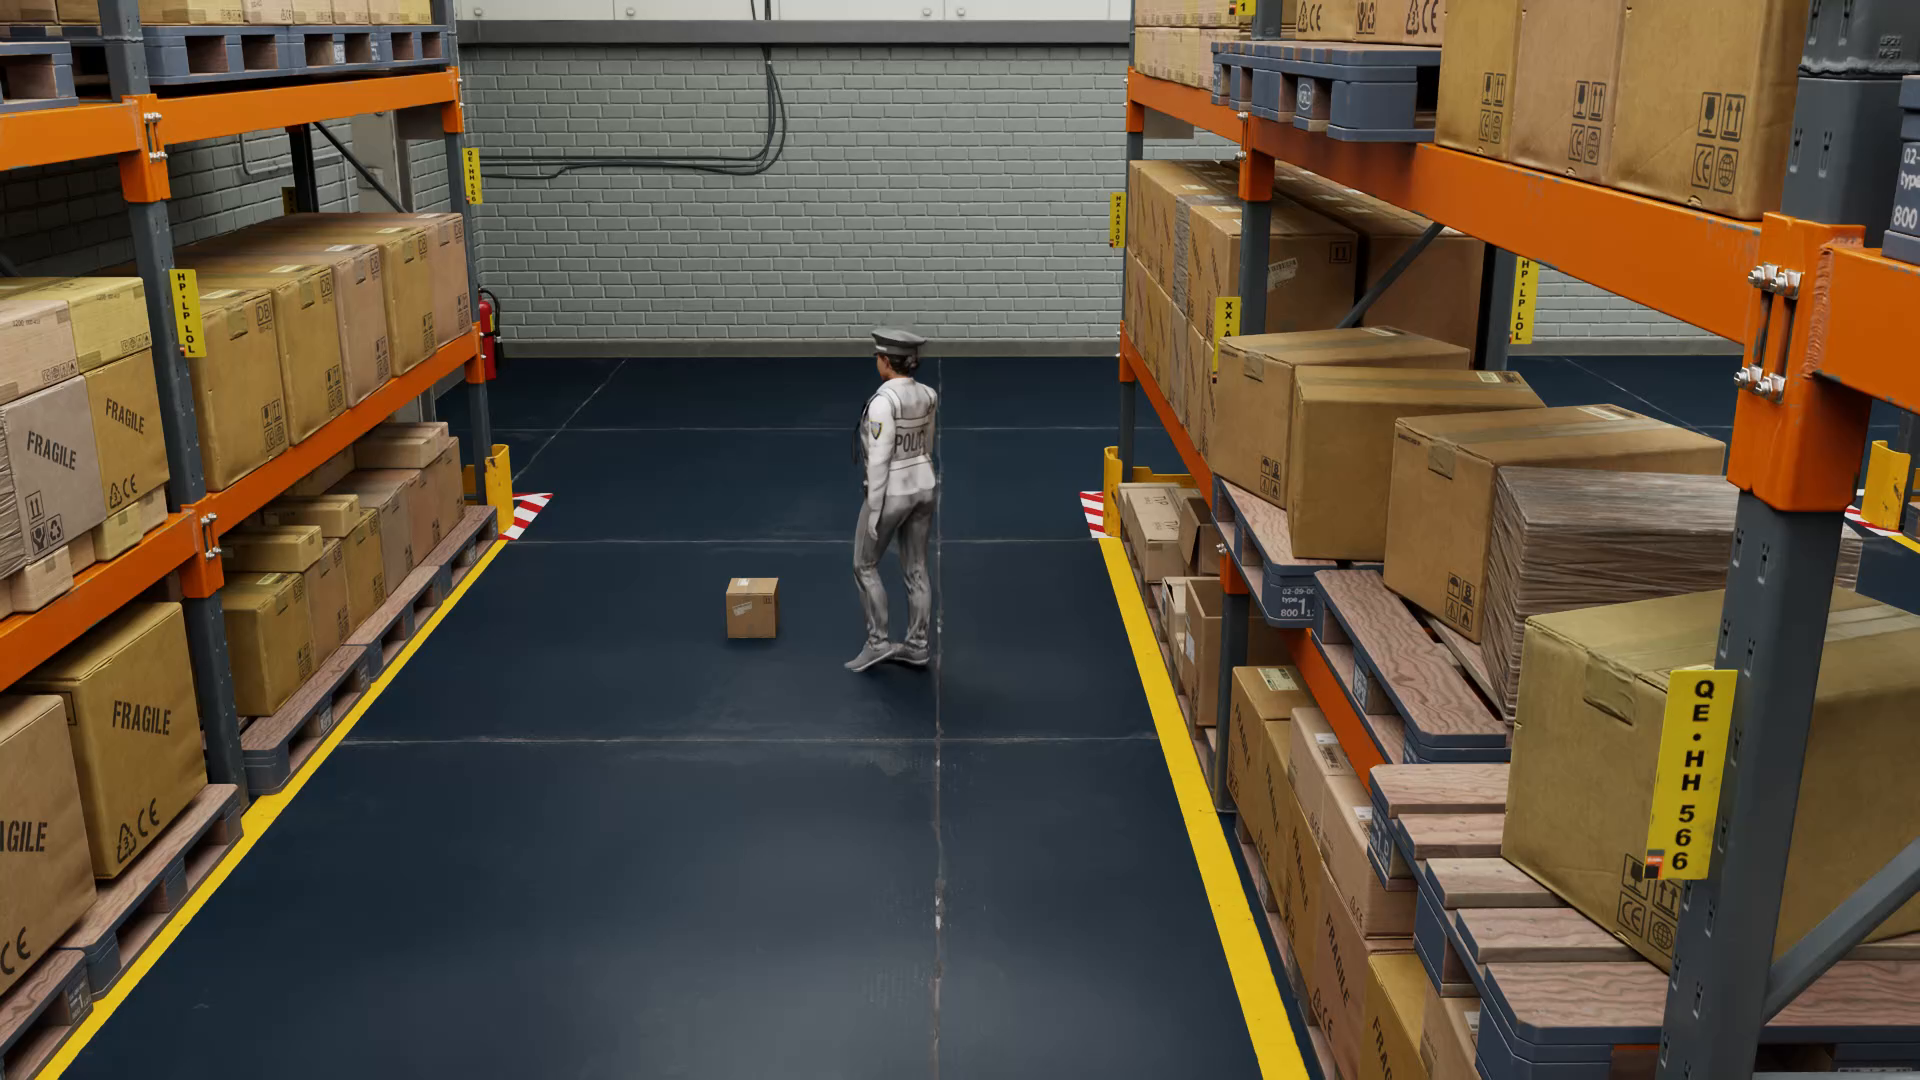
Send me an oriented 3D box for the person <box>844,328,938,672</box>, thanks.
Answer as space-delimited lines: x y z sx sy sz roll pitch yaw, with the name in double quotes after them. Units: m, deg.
-0.302 -0.170 8.117 0.362 1.716 0.489 16 23 41 "person"
